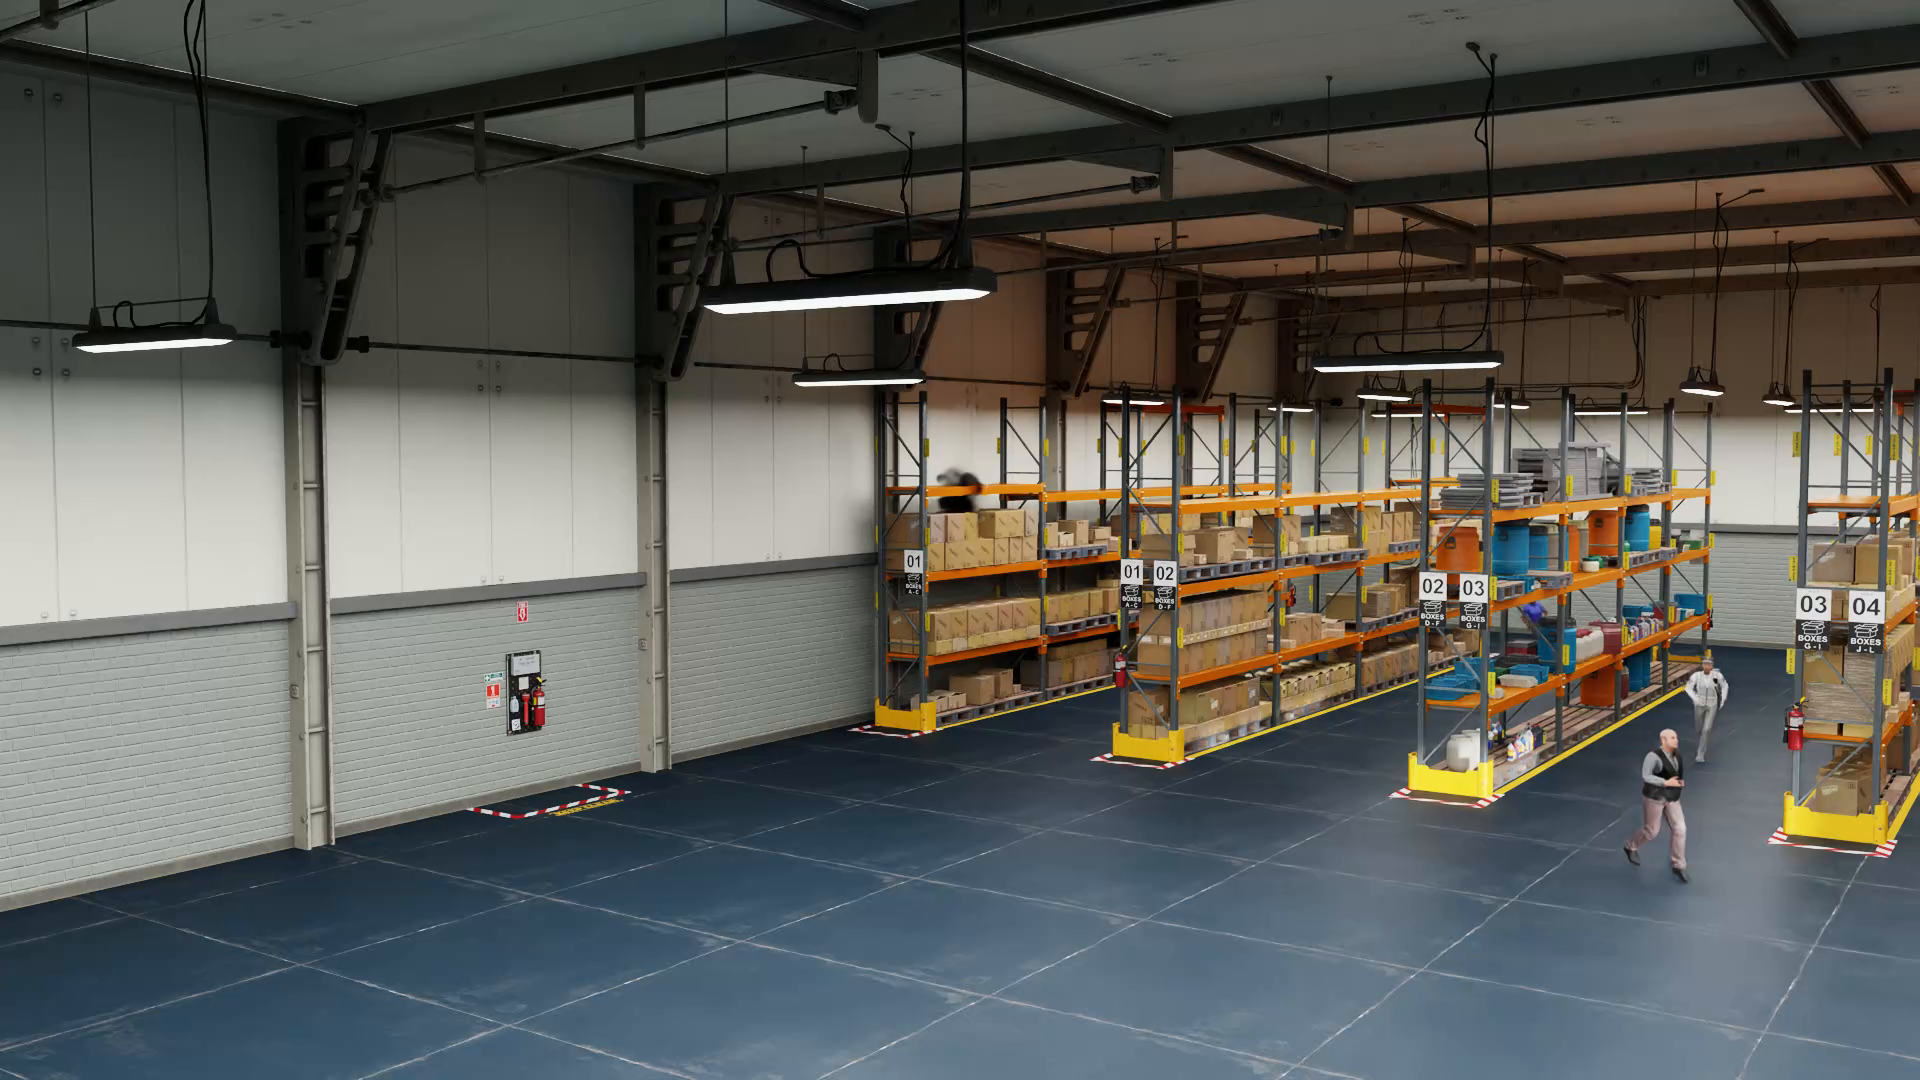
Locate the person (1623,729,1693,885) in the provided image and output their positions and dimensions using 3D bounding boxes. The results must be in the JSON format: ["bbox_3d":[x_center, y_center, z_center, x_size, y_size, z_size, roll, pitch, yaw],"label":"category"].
[{"bbox_3d":[8.183,3.066,19.450,0.678,1.752,0.981,-1,3,-25],"label":"person"}]

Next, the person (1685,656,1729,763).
[{"bbox_3d":[12.025,2.685,26.796,0.640,1.686,0.920,2,4,26],"label":"person"}]

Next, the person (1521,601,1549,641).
[{"bbox_3d":[13.634,2.050,39.333,0.668,1.569,0.522,0,3,-5],"label":"person"}]
